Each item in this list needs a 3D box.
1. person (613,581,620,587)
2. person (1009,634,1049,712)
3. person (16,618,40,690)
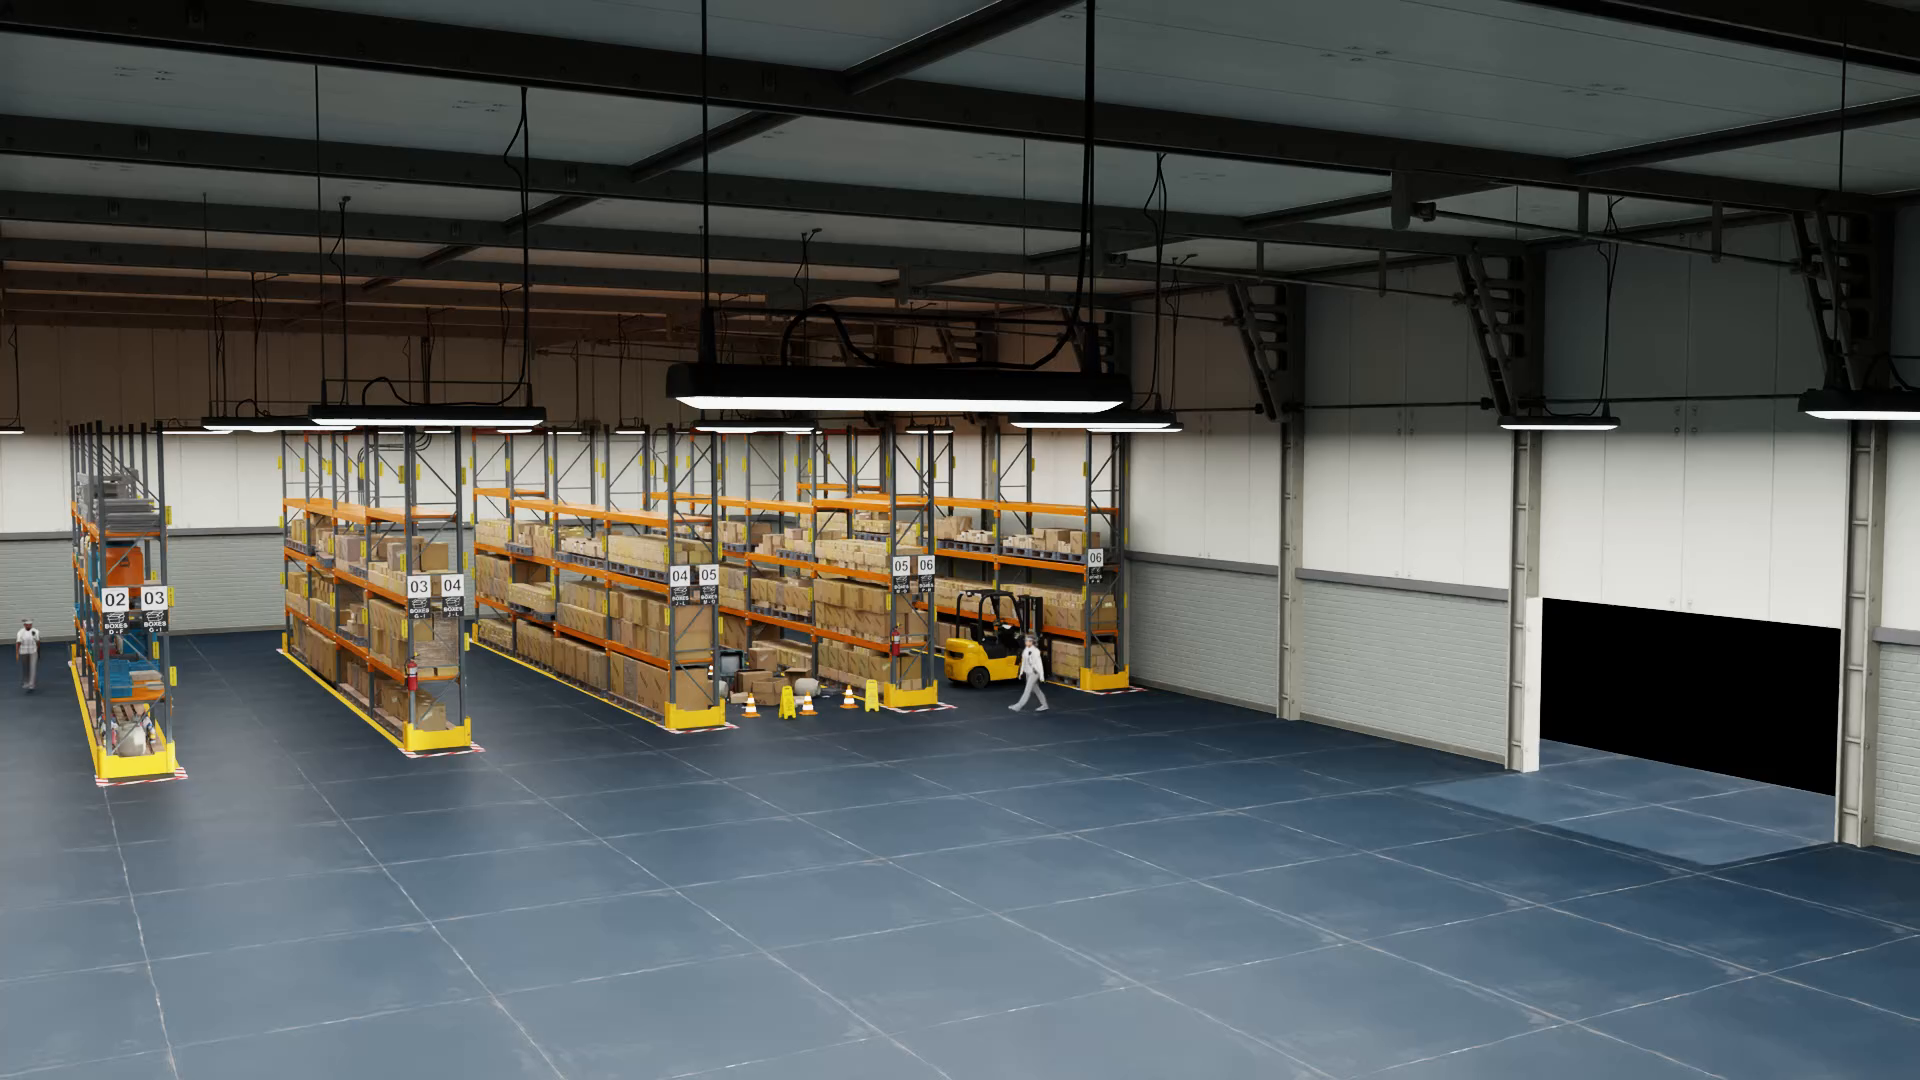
[{"bbox_3d":[-9.799,1.960,47.335,0.699,1.741,0.576,0,4,-7],"label":"person"},{"bbox_3d":[1.405,2.761,34.522,1.023,1.617,0.512,-1,4,-23],"label":"person"},{"bbox_3d":[-21.068,2.574,37.584,0.483,1.637,0.911,-2,4,-28],"label":"person"}]
